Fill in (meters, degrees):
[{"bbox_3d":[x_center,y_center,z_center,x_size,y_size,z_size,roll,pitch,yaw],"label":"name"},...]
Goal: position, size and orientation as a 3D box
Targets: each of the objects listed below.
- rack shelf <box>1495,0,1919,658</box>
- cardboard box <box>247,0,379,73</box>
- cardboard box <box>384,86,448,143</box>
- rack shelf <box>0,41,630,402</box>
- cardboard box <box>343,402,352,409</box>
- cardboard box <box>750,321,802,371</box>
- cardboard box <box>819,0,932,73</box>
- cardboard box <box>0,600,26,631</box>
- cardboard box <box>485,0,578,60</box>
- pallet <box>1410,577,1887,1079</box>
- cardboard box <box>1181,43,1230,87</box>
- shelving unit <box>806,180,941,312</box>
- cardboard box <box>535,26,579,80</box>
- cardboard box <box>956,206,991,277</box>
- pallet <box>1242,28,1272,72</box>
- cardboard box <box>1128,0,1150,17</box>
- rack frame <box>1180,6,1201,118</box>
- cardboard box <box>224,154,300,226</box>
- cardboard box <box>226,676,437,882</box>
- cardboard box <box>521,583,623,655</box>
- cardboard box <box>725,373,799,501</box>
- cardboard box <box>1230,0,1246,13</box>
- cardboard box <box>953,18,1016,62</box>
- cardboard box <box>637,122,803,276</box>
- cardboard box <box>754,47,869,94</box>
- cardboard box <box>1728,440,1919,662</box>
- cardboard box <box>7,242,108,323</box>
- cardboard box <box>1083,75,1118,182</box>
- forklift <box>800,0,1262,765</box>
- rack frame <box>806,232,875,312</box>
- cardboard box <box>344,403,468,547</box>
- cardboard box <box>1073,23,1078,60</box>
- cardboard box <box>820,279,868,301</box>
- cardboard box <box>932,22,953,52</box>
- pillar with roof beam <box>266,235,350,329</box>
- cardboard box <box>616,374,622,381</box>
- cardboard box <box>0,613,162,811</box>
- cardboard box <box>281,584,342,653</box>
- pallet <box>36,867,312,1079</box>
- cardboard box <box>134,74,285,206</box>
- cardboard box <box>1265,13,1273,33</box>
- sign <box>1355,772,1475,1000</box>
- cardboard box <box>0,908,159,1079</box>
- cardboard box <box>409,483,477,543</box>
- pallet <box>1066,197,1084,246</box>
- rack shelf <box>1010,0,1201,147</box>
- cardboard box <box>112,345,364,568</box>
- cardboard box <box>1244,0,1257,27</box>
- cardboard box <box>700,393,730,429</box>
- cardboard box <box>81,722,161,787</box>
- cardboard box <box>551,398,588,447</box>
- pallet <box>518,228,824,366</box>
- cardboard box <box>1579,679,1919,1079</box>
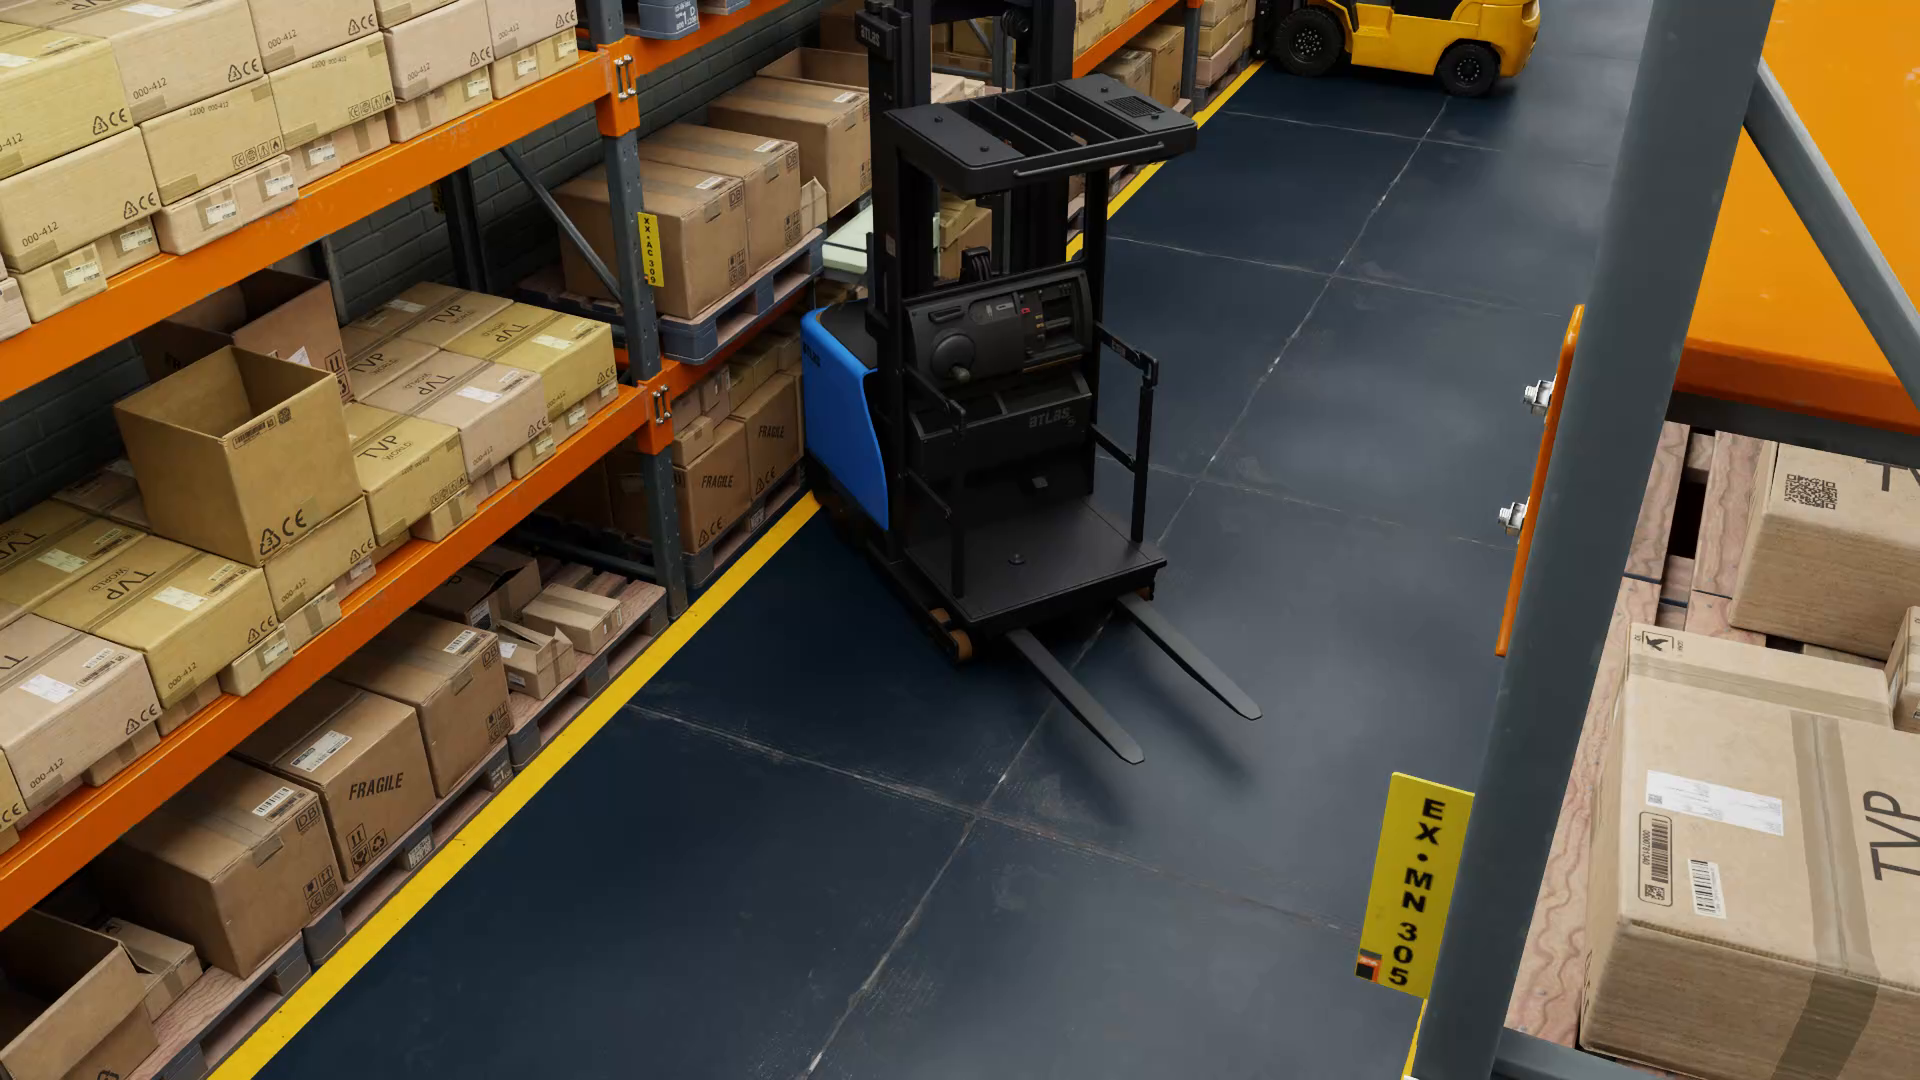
[{"bbox_3d":[1.851,-0.908,2.948,1.077,0.370,4.000,14,36,20],"label":"rack shelf"},{"bbox_3d":[-2.239,-1.713,5.301,0.500,0.250,0.500,15,36,21],"label":"cardboard box"},{"bbox_3d":[-2.037,-1.528,5.838,0.380,0.149,0.250,14,36,20],"label":"cardboard box"},{"bbox_3d":[-2.659,-0.957,5.395,1.077,0.370,4.000,14,36,20],"label":"rack shelf"},{"bbox_3d":[-2.696,-0.369,6.443,0.500,0.250,0.500,15,36,22],"label":"cardboard box"},{"bbox_3d":[-1.047,-1.061,8.937,0.380,0.149,0.250,14,36,20],"label":"cardboard box"},{"bbox_3d":[-0.506,-2.989,10.099,0.500,0.500,0.500,16,36,23],"label":"cardboard box"},{"bbox_3d":[-3.327,0.384,5.294,0.500,0.250,0.500,14,36,21],"label":"cardboard box"},{"bbox_3d":[-1.796,-2.018,6.222,0.500,0.250,0.500,14,36,21],"label":"cardboard box"},{"bbox_3d":[1.315,0.540,2.536,1.003,0.211,1.213,14,36,20],"label":"pallet"},{"bbox_3d":[2.028,-4.175,14.506,0.500,0.250,0.500,15,36,21],"label":"cardboard box"},{"bbox_3d":[-0.451,-1.139,8.989,0.431,1.500,0.755,15,38,21],"label":"shelving unit"},{"bbox_3d":[-1.704,-1.902,6.409,0.380,0.149,0.250,14,36,20],"label":"cardboard box"},{"bbox_3d":[-0.130,-1.862,10.751,0.500,0.500,0.500,15,36,22],"label":"cardboard box"},{"bbox_3d":[2.405,-4.814,15.900,1.003,0.211,1.213,14,36,20],"label":"pallet"},{"bbox_3d":[1.111,-4.119,12.432,0.500,0.250,0.500,14,36,21],"label":"cardboard box"},{"bbox_3d":[1.525,-4.984,13.616,1.000,3.000,0.127,14,36,20],"label":"rack frame"},{"bbox_3d":[-2.322,-1.129,5.230,0.380,0.149,0.250,15,36,21],"label":"cardboard box"},{"bbox_3d":[-2.449,0.922,6.505,0.500,0.500,0.500,15,36,21],"label":"cardboard box"},{"bbox_3d":[-1.788,0.362,7.680,0.380,0.149,0.250,13,35,19],"label":"cardboard box"},{"bbox_3d":[-1.202,-0.587,8.806,0.500,0.500,0.500,14,36,20],"label":"cardboard box"},{"bbox_3d":[2.235,-4.849,14.623,0.500,0.250,0.500,14,36,21],"label":"cardboard box"},{"bbox_3d":[0.282,-3.298,10.724,0.500,0.250,0.500,14,36,20],"label":"cardboard box"},{"bbox_3d":[-1.200,-1.665,8.079,0.700,0.500,0.500,15,36,21],"label":"cardboard box"},{"bbox_3d":[-0.664,-2.355,9.130,0.797,0.503,0.637,13,36,19],"label":"cardboard box"},{"bbox_3d":[1.686,-0.039,2.946,0.500,0.311,0.500,15,36,21],"label":"cardboard box"},{"bbox_3d":[-2.642,-0.755,4.660,0.380,0.149,0.250,14,36,20],"label":"cardboard box"},{"bbox_3d":[0.672,-3.145,12.593,0.875,0.625,0.625,13,35,19],"label":"cardboard box"},{"bbox_3d":[0.297,-0.923,7.485,1.130,2.935,3.031,-16,37,-23],"label":"forklift"},{"bbox_3d":[-0.610,-0.950,8.719,0.400,1.500,0.023,15,38,21],"label":"rack frame"},{"bbox_3d":[-2.230,-0.254,6.267,0.500,0.250,0.500,14,36,20],"label":"cardboard box"},{"bbox_3d":[0.474,-3.344,11.250,0.500,0.250,0.500,13,36,19],"label":"cardboard box"},{"bbox_3d":[-0.705,-1.436,9.509,0.380,0.149,0.250,12,35,18],"label":"cardboard box"},{"bbox_3d":[-0.213,-3.426,10.920,0.500,0.250,0.500,15,36,22],"label":"cardboard box"},{"bbox_3d":[0.978,-2.381,4.175,9.100,9.000,0.400,14,36,20],"label":"pillar with roof beam"},{"bbox_3d":[-1.825,-0.783,8.514,0.380,0.149,0.250,14,36,21],"label":"cardboard box"},{"bbox_3d":[-2.850,0.515,5.094,0.500,0.250,0.500,15,36,21],"label":"cardboard box"},{"bbox_3d":[-2.433,0.231,5.892,0.380,0.149,0.250,15,36,22],"label":"cardboard box"},{"bbox_3d":[-3.131,1.723,5.929,1.003,0.211,1.213,14,36,20],"label":"pallet"},{"bbox_3d":[-2.447,-1.255,5.058,0.500,0.250,0.500,14,36,20],"label":"cardboard box"},{"bbox_3d":[2.658,-4.939,15.672,0.500,0.250,0.500,15,36,22],"label":"cardboard box"},{"bbox_3d":[0.527,0.406,1.924,0.100,0.325,0.005,14,36,20],"label":"sign"},{"bbox_3d":[-3.154,1.578,5.502,0.797,0.503,0.637,13,35,19],"label":"cardboard box"},{"bbox_3d":[-2.118,-0.150,6.473,0.380,0.149,0.250,14,36,20],"label":"cardboard box"},{"bbox_3d":[0.231,-2.227,11.954,1.003,0.211,1.213,14,36,20],"label":"pallet"},{"bbox_3d":[0.688,-3.687,12.294,1.077,0.370,4.000,14,36,20],"label":"rack shelf"},{"bbox_3d":[-2.434,-0.294,5.645,0.500,0.500,0.500,15,36,22],"label":"cardboard box"},{"bbox_3d":[2.437,-4.888,15.138,0.500,0.250,0.500,14,36,20],"label":"cardboard box"},{"bbox_3d":[-1.385,-0.675,8.348,0.380,0.149,0.250,13,35,19],"label":"cardboard box"},{"bbox_3d":[-2.805,0.609,5.315,0.380,0.149,0.250,15,36,22],"label":"cardboard box"},{"bbox_3d":[-1.815,-0.543,7.072,0.380,0.149,0.250,15,36,22],"label":"cardboard box"},{"bbox_3d":[-1.389,-1.293,8.161,1.003,0.211,1.213,14,36,20],"label":"pallet"},{"bbox_3d":[1.121,0.475,2.217,0.500,0.250,0.500,11,35,16],"label":"cardboard box"}]
